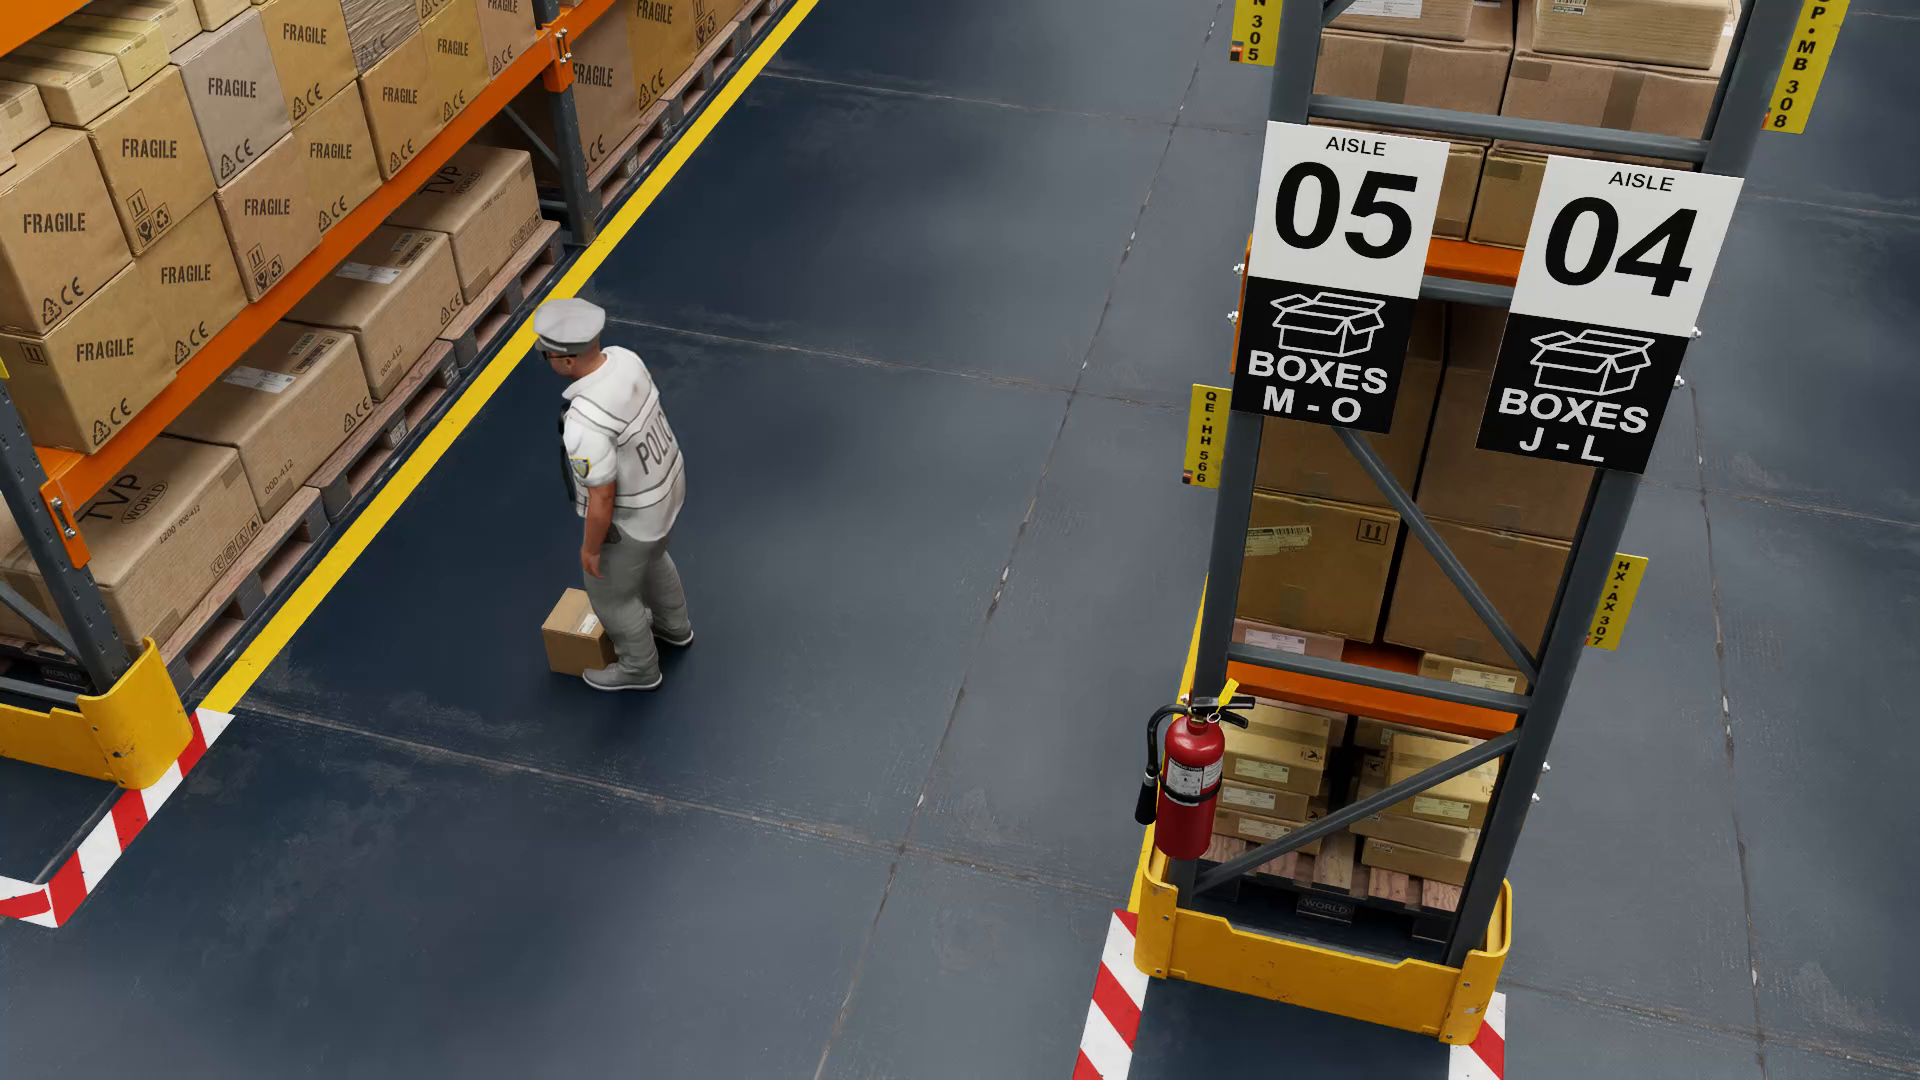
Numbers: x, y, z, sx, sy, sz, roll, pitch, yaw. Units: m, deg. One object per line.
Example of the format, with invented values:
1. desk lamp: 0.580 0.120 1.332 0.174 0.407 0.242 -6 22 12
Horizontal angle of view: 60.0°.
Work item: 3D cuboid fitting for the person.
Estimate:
1. person: -1.290 -0.135 6.309 0.476 1.748 0.606 8 41 9
